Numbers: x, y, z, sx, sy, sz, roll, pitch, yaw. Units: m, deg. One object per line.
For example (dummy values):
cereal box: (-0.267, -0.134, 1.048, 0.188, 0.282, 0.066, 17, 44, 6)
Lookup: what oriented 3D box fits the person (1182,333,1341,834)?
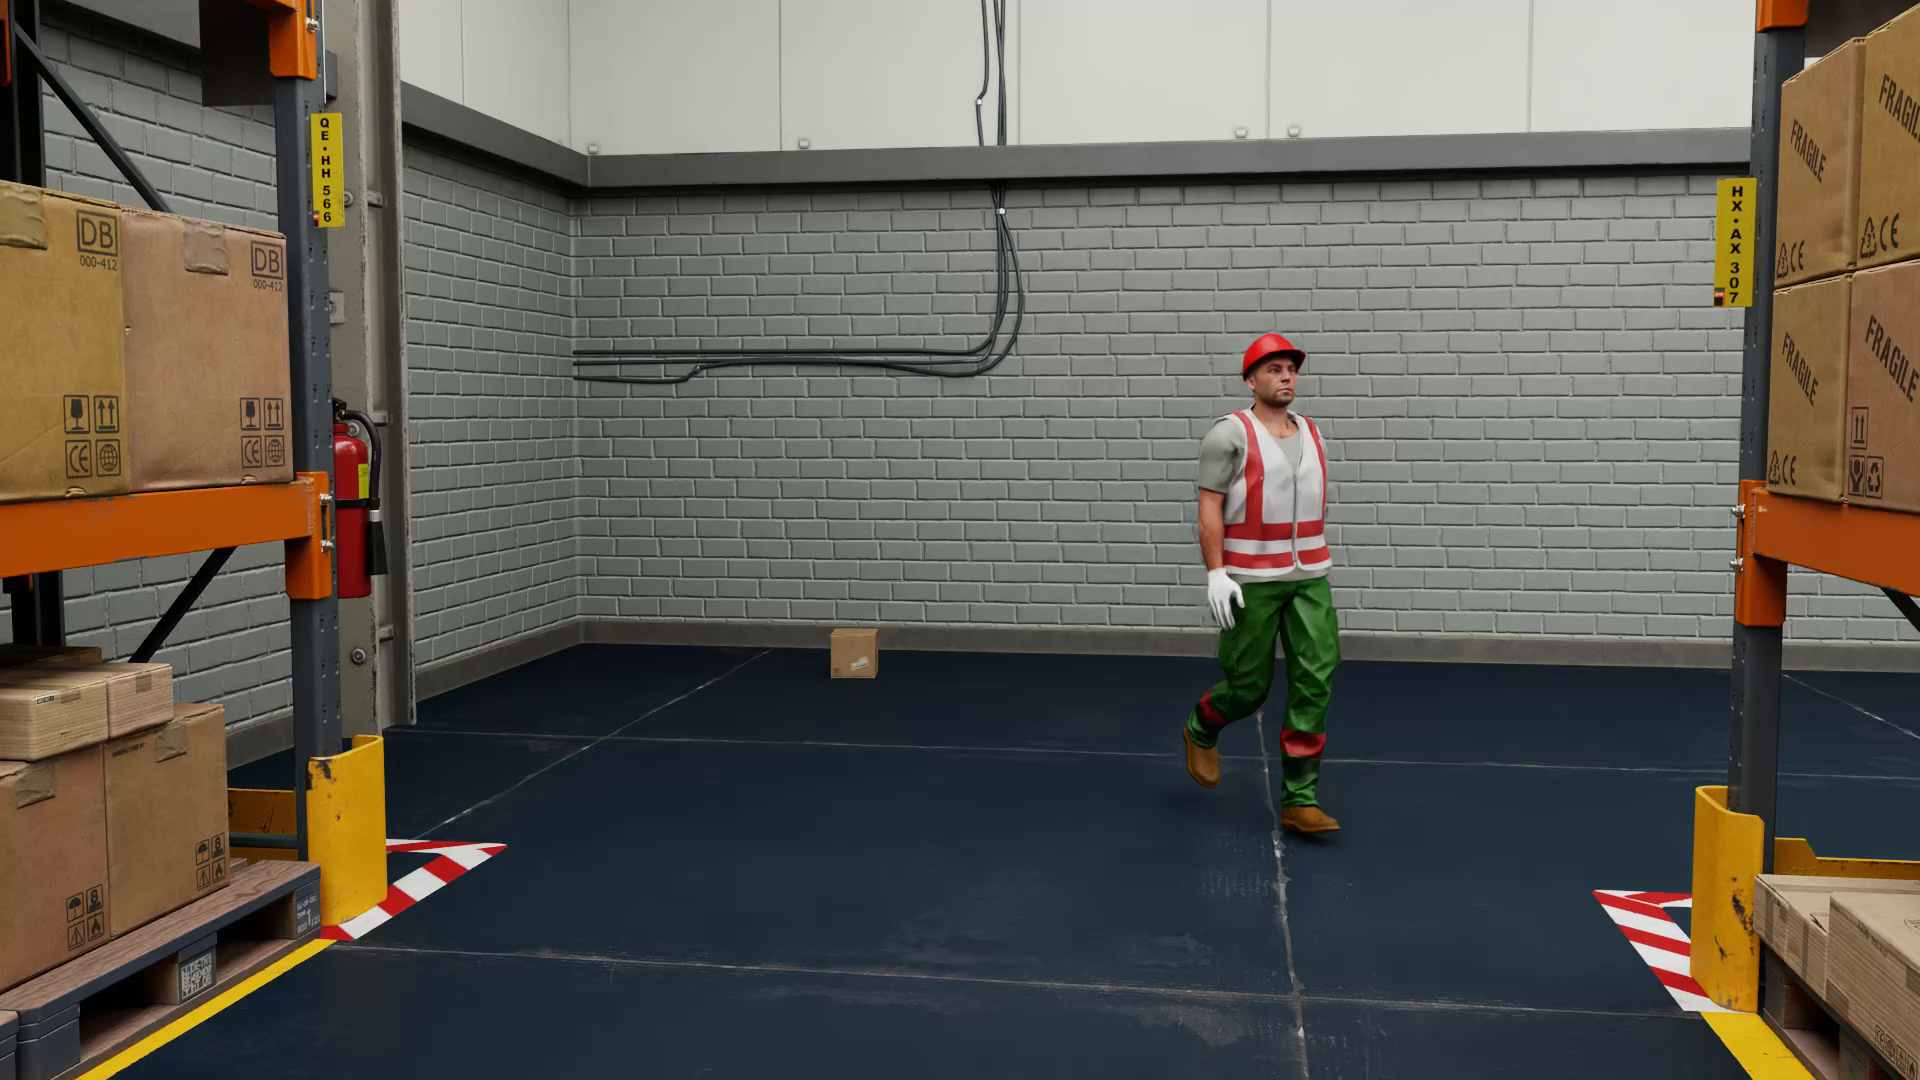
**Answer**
person: (1.096, 0.141, 6.016, 0.537, 1.768, 0.815, -2, 5, -20)
